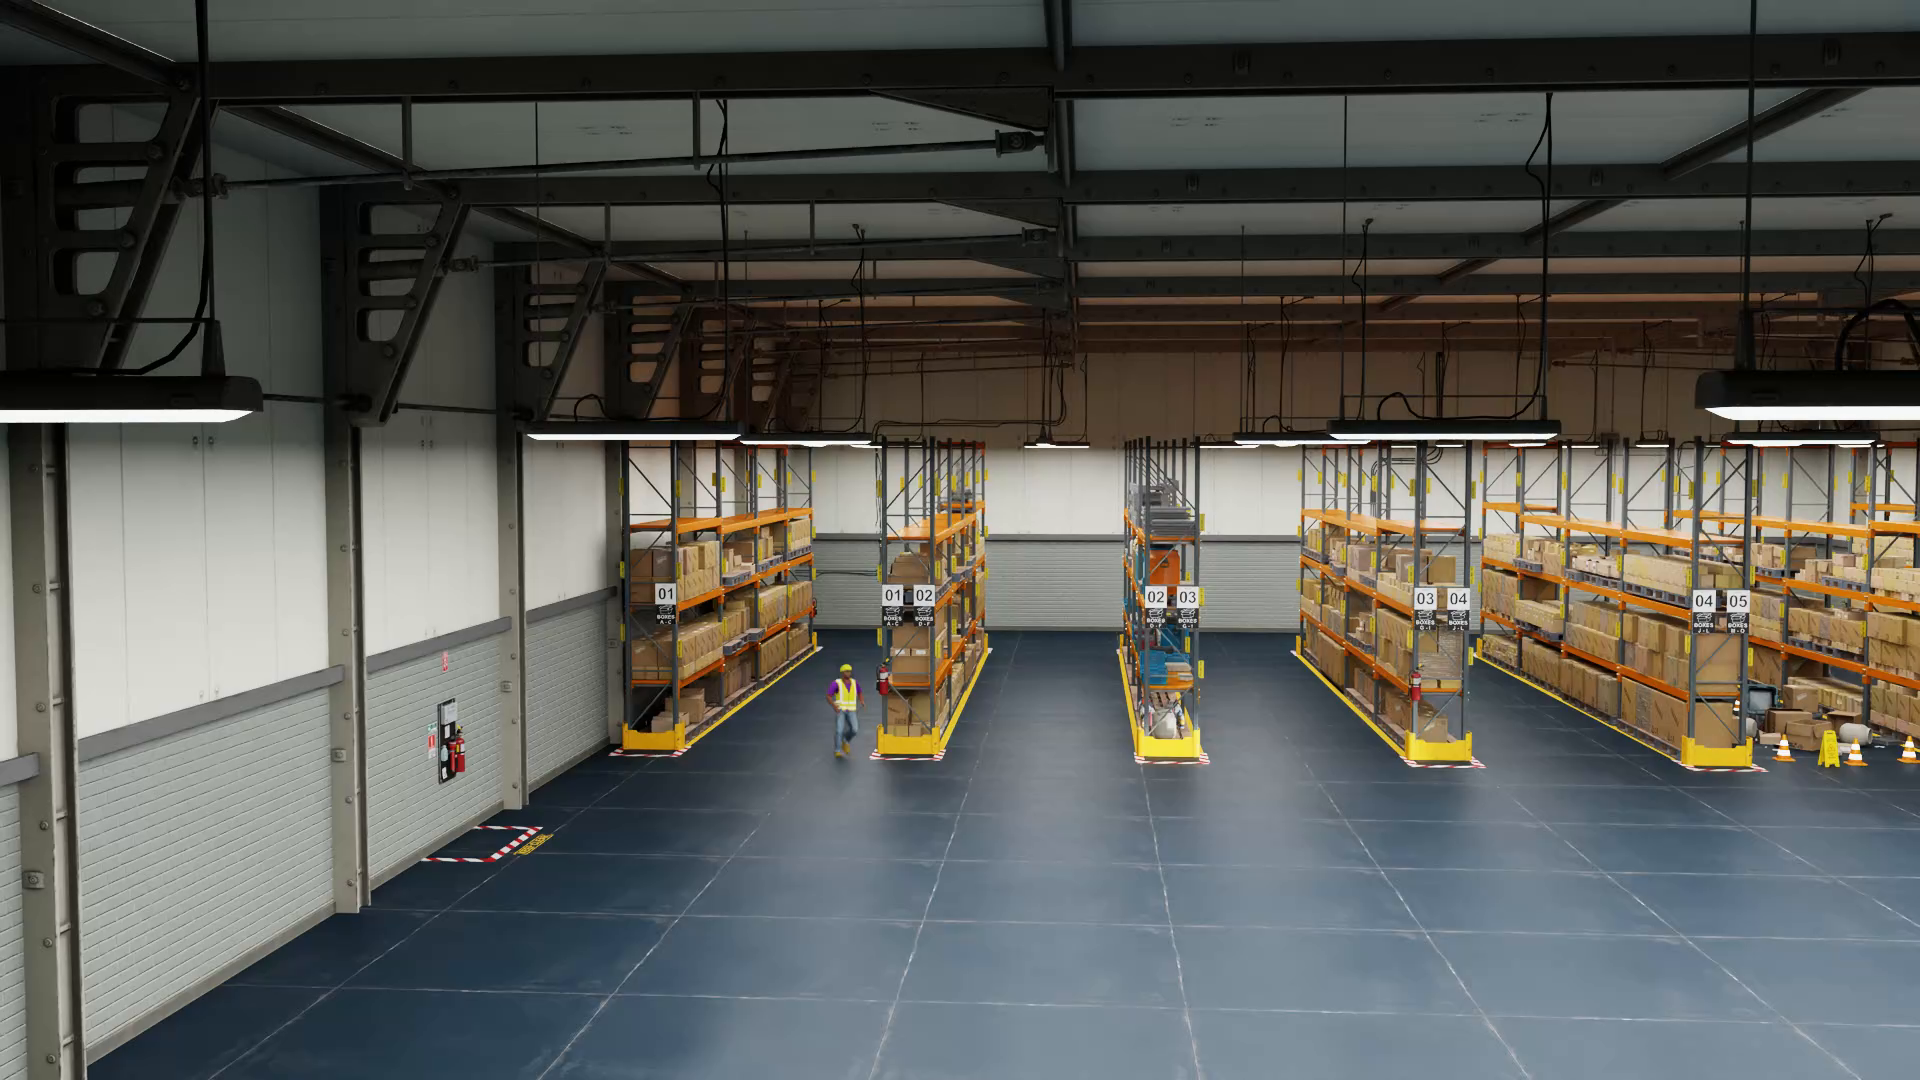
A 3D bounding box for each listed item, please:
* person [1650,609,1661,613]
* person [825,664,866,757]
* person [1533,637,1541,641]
[{"bbox_3d":[19.815,2.388,47.458,0.539,1.602,0.713,2,4,33],"label":"person"},{"bbox_3d":[-2.129,3.196,31.104,0.764,1.734,0.512,-1,3,-23],"label":"person"},{"bbox_3d":[16.276,2.387,47.093,0.743,1.587,1.105,-1,3,-19],"label":"person"}]
